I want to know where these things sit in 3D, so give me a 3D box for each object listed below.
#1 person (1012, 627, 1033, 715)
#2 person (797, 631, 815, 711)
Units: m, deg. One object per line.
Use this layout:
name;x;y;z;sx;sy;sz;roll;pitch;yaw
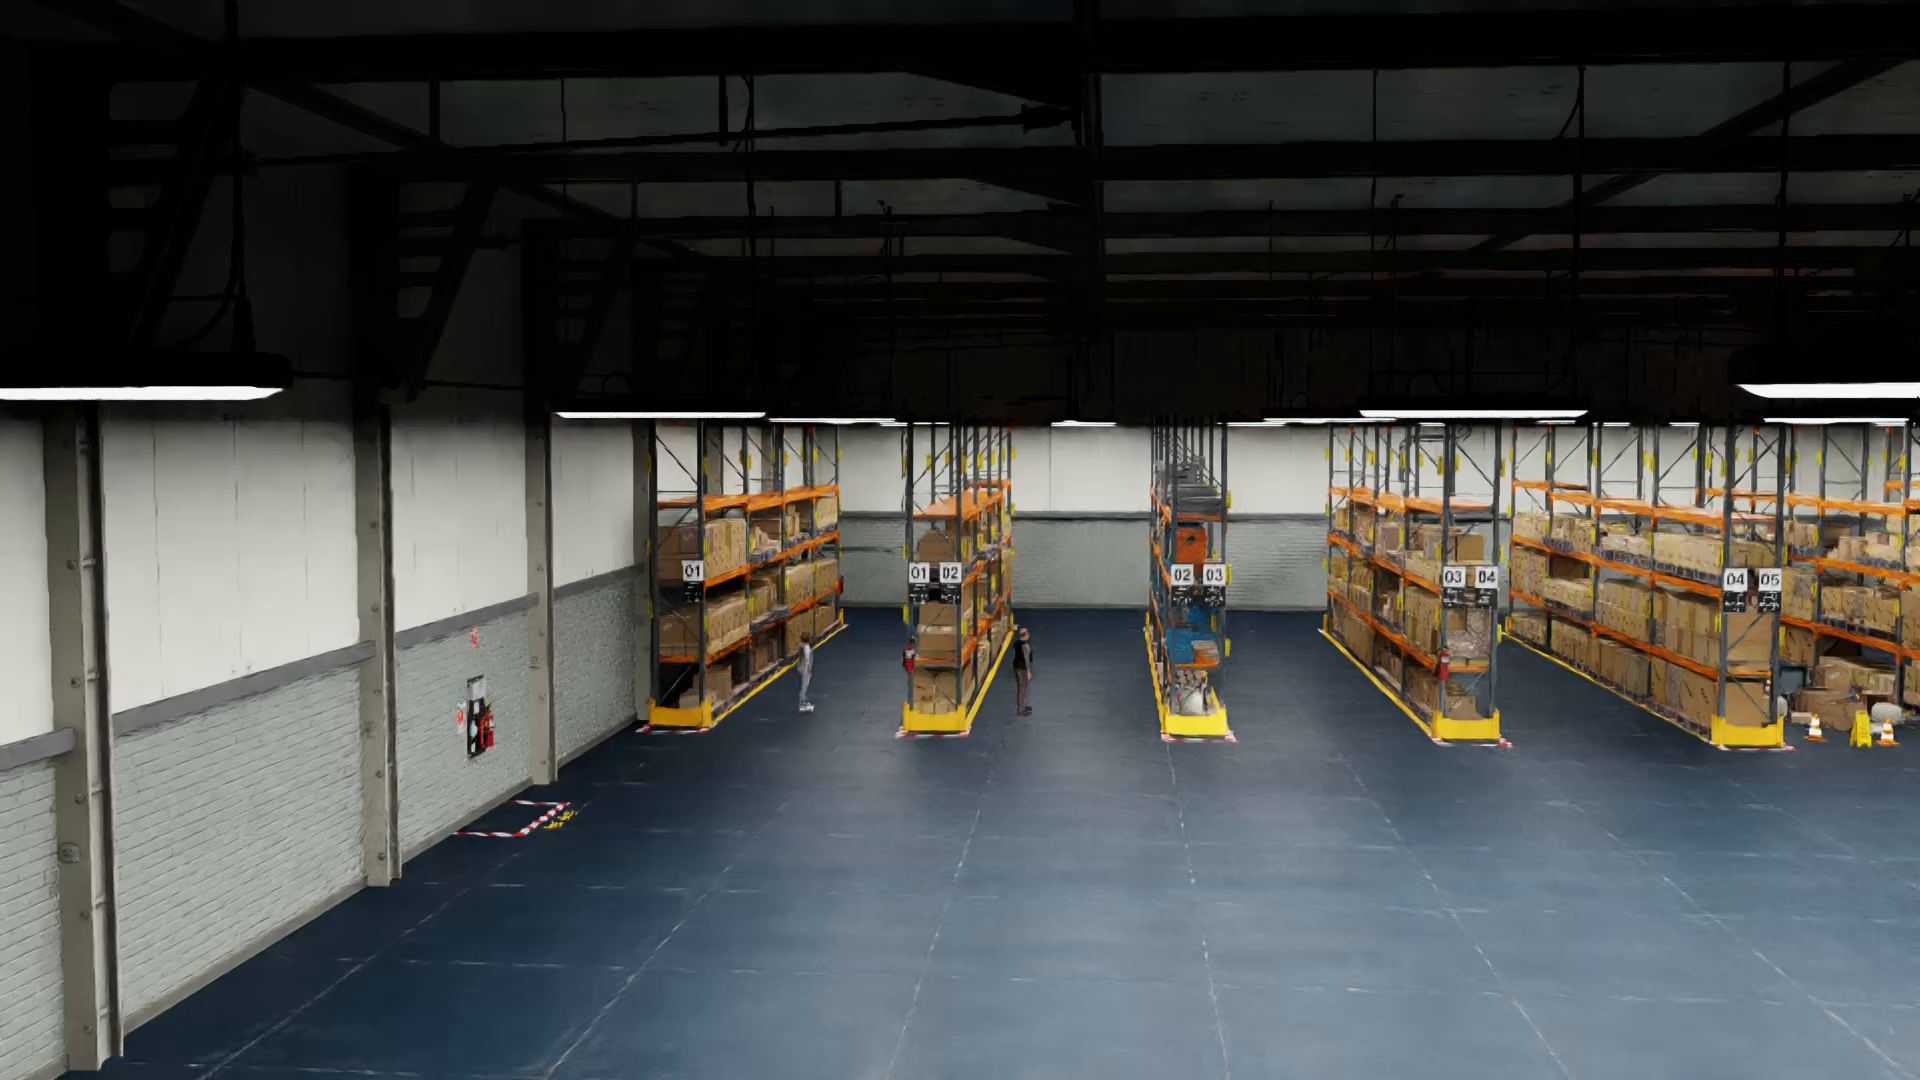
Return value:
person;1.299;2.606;33.255;0.463;1.731;0.598;-2;4;-21
person;-3.109;2.647;33.688;0.409;1.596;0.464;-2;4;-23
